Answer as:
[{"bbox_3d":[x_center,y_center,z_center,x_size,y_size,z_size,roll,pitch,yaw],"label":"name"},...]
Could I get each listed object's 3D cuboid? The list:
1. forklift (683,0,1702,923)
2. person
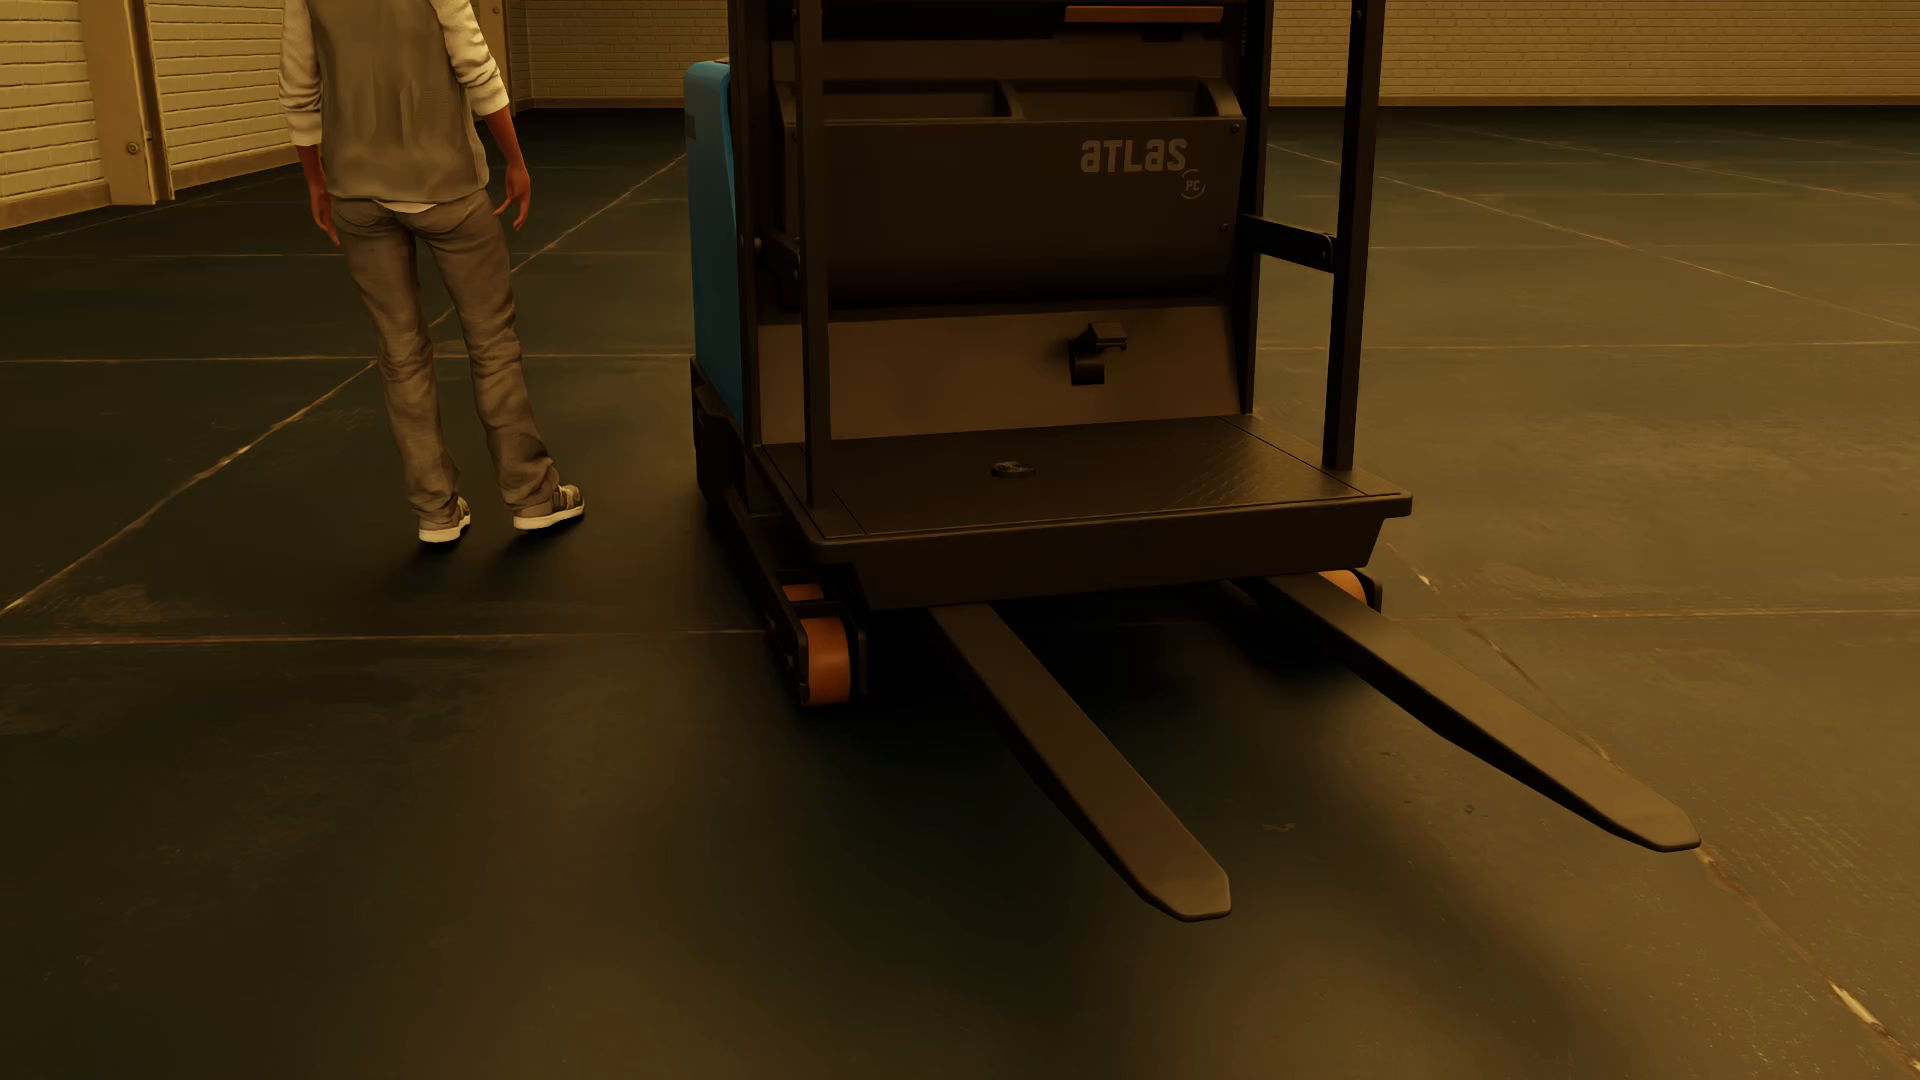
[{"bbox_3d":[0.162,-1.229,2.926,1.130,2.935,3.031,-5,18,-15],"label":"forklift"},{"bbox_3d":[-1.191,-0.780,3.713,0.521,1.597,0.475,1,17,2],"label":"person"}]
